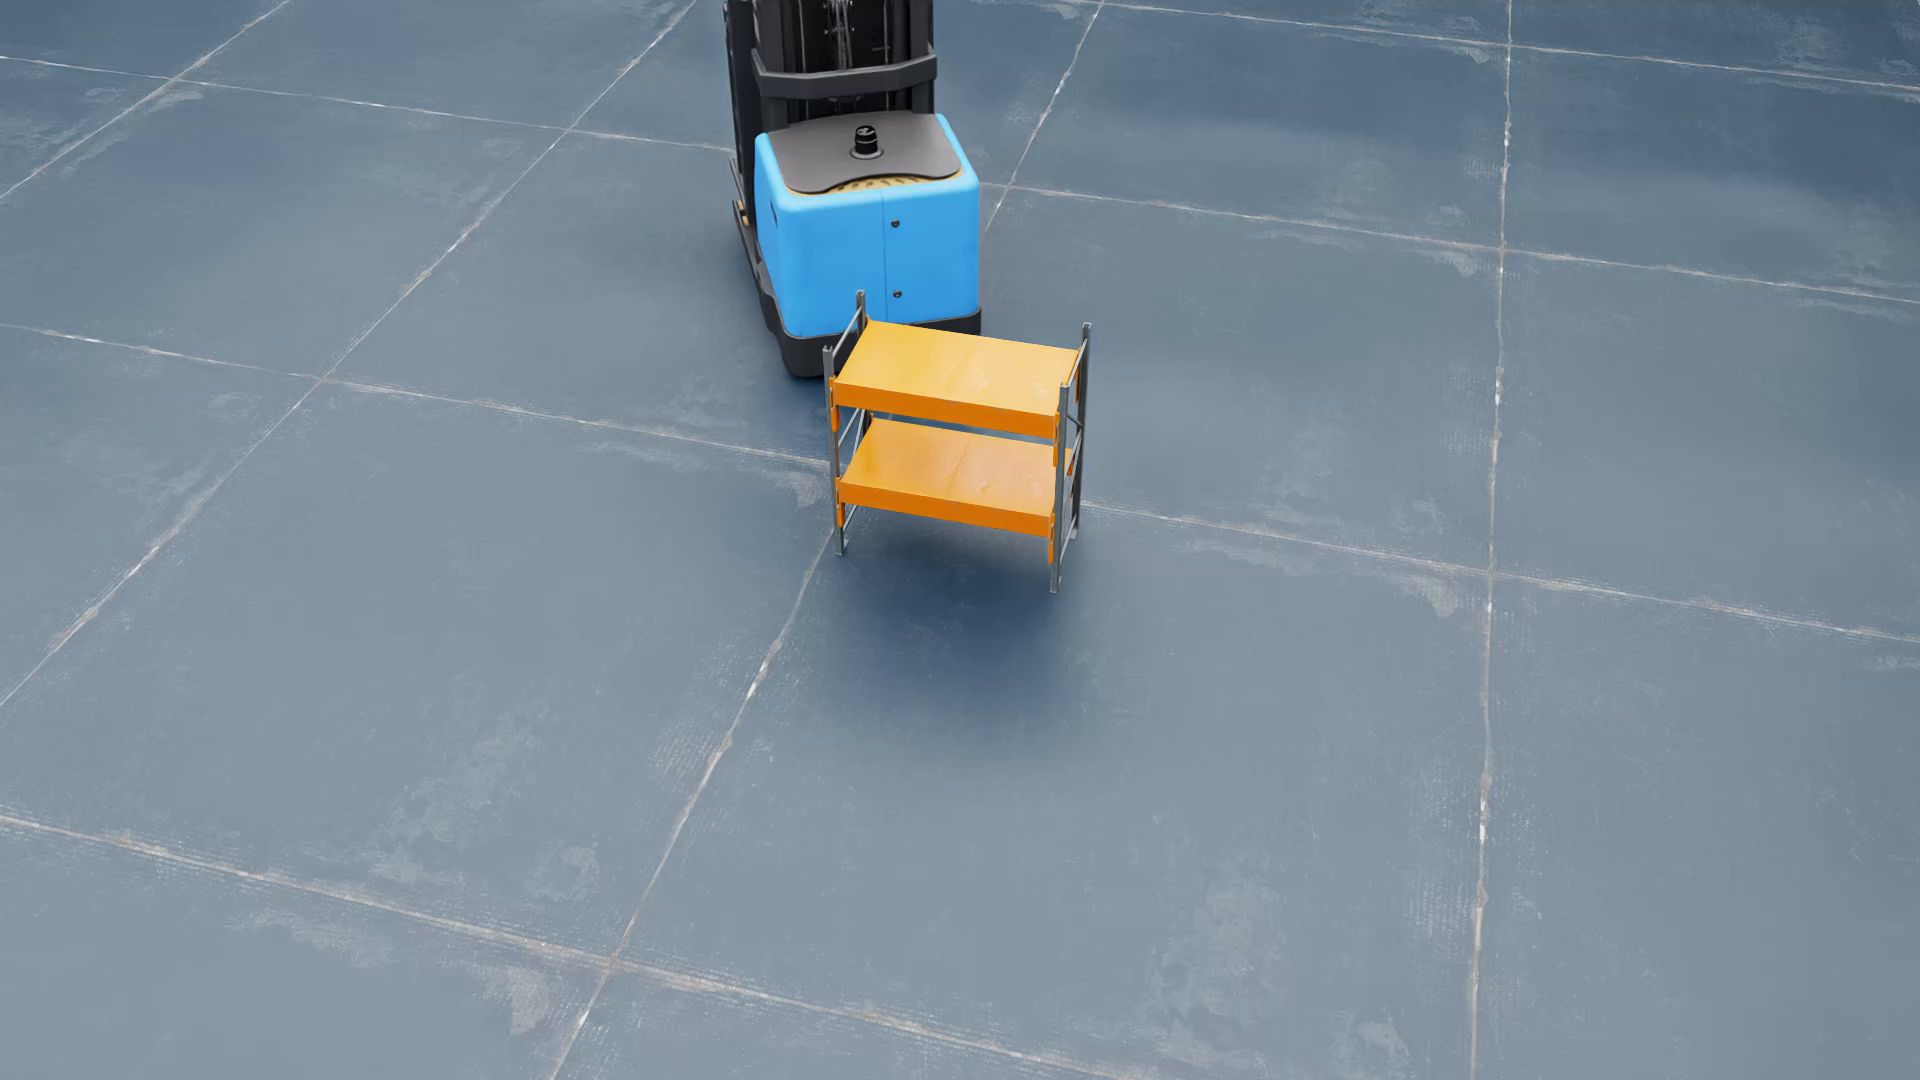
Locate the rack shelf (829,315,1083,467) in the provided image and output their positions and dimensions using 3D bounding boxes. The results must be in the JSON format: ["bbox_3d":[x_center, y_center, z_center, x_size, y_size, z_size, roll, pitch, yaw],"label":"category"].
[{"bbox_3d":[-0.007,-0.656,7.226,1.000,0.278,0.538,10,41,11],"label":"rack shelf"}]

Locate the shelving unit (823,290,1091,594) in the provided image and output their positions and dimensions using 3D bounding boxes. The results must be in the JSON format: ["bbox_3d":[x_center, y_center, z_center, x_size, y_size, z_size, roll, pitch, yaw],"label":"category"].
[{"bbox_3d":[-0.007,-0.432,7.414,1.048,1.125,0.538,10,41,11],"label":"shelving unit"}]

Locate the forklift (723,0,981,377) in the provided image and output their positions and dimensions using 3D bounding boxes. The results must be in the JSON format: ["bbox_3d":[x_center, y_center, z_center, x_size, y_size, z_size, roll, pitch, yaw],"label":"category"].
[{"bbox_3d":[-0.741,-2.929,8.983,1.130,2.935,3.031,-9,41,-11],"label":"forklift"}]

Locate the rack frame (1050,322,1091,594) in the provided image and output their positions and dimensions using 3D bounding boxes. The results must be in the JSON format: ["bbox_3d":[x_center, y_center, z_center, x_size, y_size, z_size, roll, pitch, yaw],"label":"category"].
[{"bbox_3d":[0.485,-0.347,7.314,0.032,1.125,0.500,10,41,11],"label":"rack frame"}]

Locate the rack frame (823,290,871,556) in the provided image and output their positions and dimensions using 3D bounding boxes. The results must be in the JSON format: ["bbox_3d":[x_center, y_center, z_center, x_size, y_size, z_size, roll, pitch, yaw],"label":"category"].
[{"bbox_3d":[-0.498,-0.516,7.515,0.032,1.125,0.500,10,41,11],"label":"rack frame"}]

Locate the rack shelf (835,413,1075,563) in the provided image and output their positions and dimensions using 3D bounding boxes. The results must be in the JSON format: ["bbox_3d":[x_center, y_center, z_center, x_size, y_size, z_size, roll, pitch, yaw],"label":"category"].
[{"bbox_3d":[-0.007,-0.245,7.571,1.000,0.278,0.538,10,41,11],"label":"rack shelf"}]
